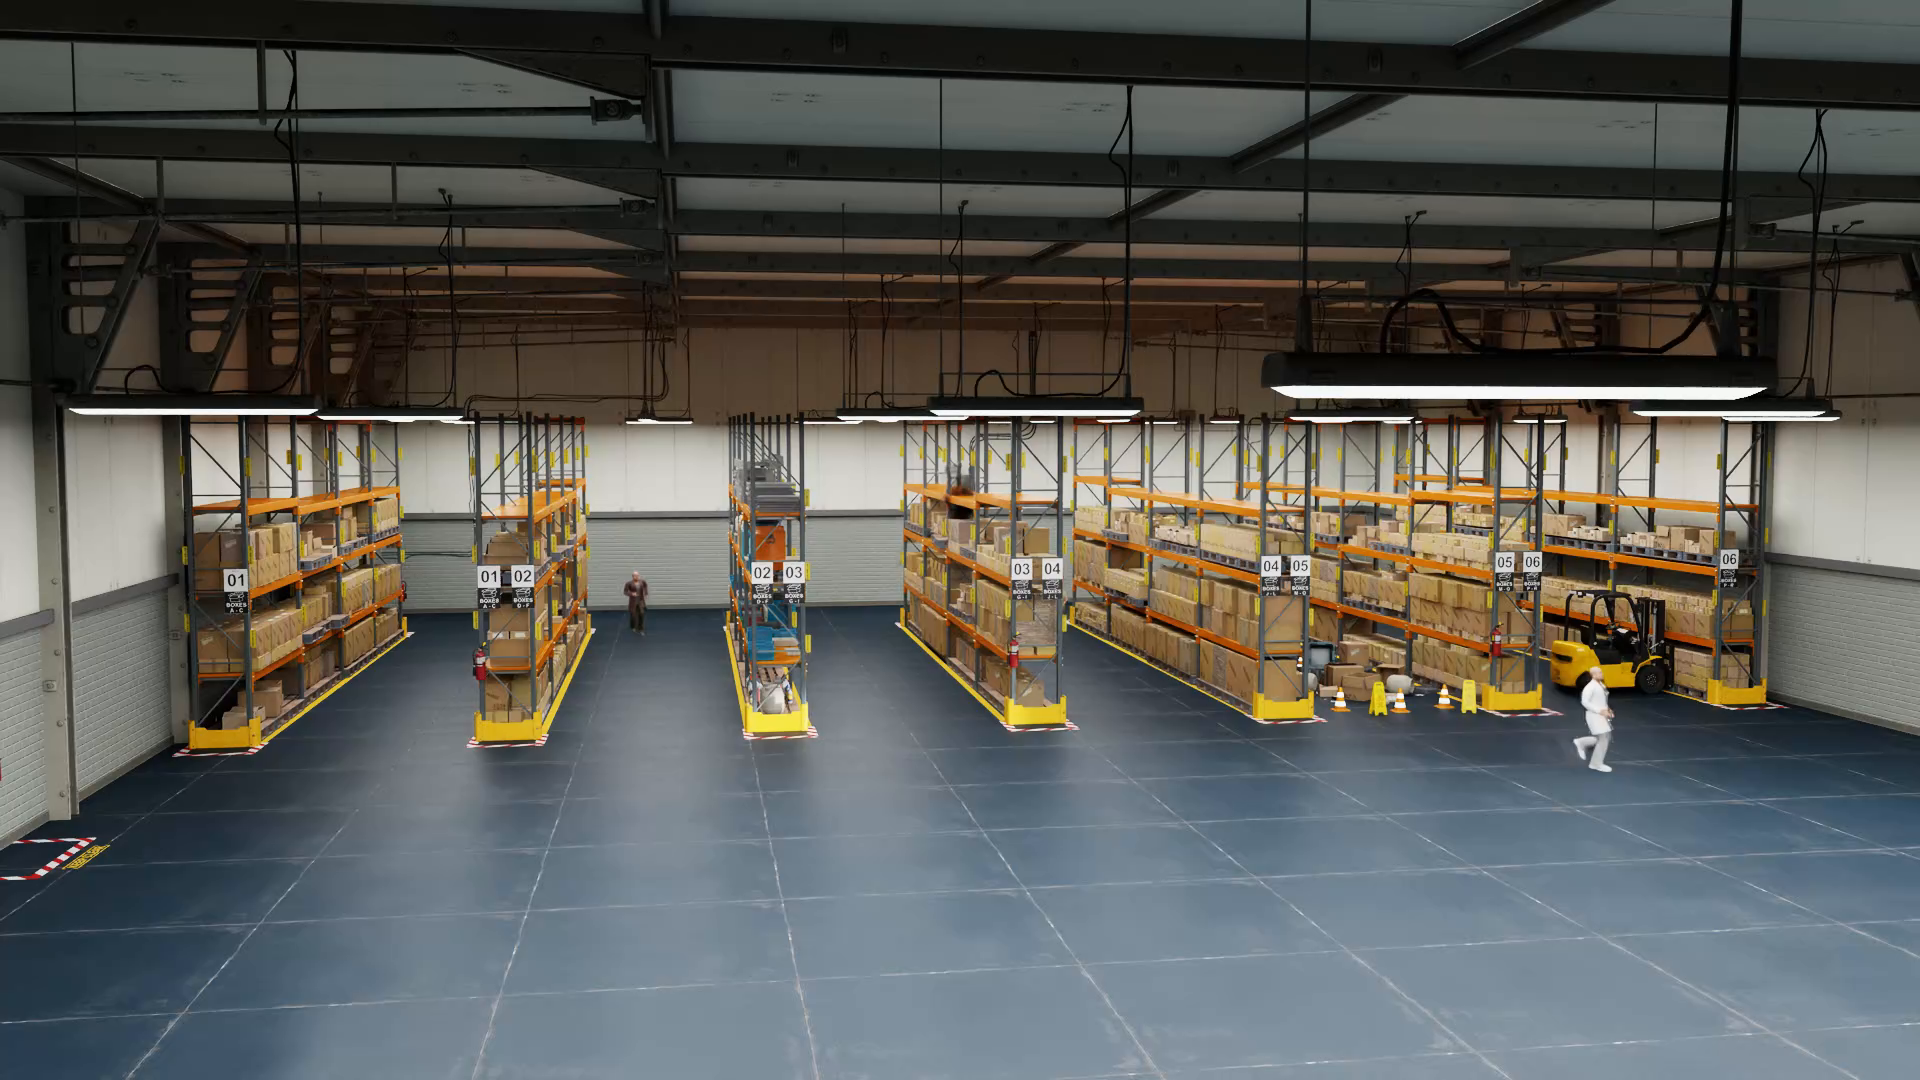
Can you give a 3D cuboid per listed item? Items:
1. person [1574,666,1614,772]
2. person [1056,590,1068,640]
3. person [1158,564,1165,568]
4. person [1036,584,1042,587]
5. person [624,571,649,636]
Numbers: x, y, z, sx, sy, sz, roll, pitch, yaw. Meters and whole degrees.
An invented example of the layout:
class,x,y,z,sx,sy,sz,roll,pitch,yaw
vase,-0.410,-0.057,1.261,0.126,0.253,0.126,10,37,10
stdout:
class,x,y,z,sx,sy,sz,roll,pitch,yaw
person,10.582,2.975,27.795,0.652,1.739,0.712,3,5,37
person,2.639,1.874,44.557,0.557,1.625,0.550,-1,4,-18
person,6.073,1.519,50.485,0.541,1.540,0.529,-1,4,-20
person,2.102,1.575,48.898,0.787,1.644,0.614,2,5,31
person,-8.916,1.752,45.772,0.718,1.803,0.984,-2,4,-21
